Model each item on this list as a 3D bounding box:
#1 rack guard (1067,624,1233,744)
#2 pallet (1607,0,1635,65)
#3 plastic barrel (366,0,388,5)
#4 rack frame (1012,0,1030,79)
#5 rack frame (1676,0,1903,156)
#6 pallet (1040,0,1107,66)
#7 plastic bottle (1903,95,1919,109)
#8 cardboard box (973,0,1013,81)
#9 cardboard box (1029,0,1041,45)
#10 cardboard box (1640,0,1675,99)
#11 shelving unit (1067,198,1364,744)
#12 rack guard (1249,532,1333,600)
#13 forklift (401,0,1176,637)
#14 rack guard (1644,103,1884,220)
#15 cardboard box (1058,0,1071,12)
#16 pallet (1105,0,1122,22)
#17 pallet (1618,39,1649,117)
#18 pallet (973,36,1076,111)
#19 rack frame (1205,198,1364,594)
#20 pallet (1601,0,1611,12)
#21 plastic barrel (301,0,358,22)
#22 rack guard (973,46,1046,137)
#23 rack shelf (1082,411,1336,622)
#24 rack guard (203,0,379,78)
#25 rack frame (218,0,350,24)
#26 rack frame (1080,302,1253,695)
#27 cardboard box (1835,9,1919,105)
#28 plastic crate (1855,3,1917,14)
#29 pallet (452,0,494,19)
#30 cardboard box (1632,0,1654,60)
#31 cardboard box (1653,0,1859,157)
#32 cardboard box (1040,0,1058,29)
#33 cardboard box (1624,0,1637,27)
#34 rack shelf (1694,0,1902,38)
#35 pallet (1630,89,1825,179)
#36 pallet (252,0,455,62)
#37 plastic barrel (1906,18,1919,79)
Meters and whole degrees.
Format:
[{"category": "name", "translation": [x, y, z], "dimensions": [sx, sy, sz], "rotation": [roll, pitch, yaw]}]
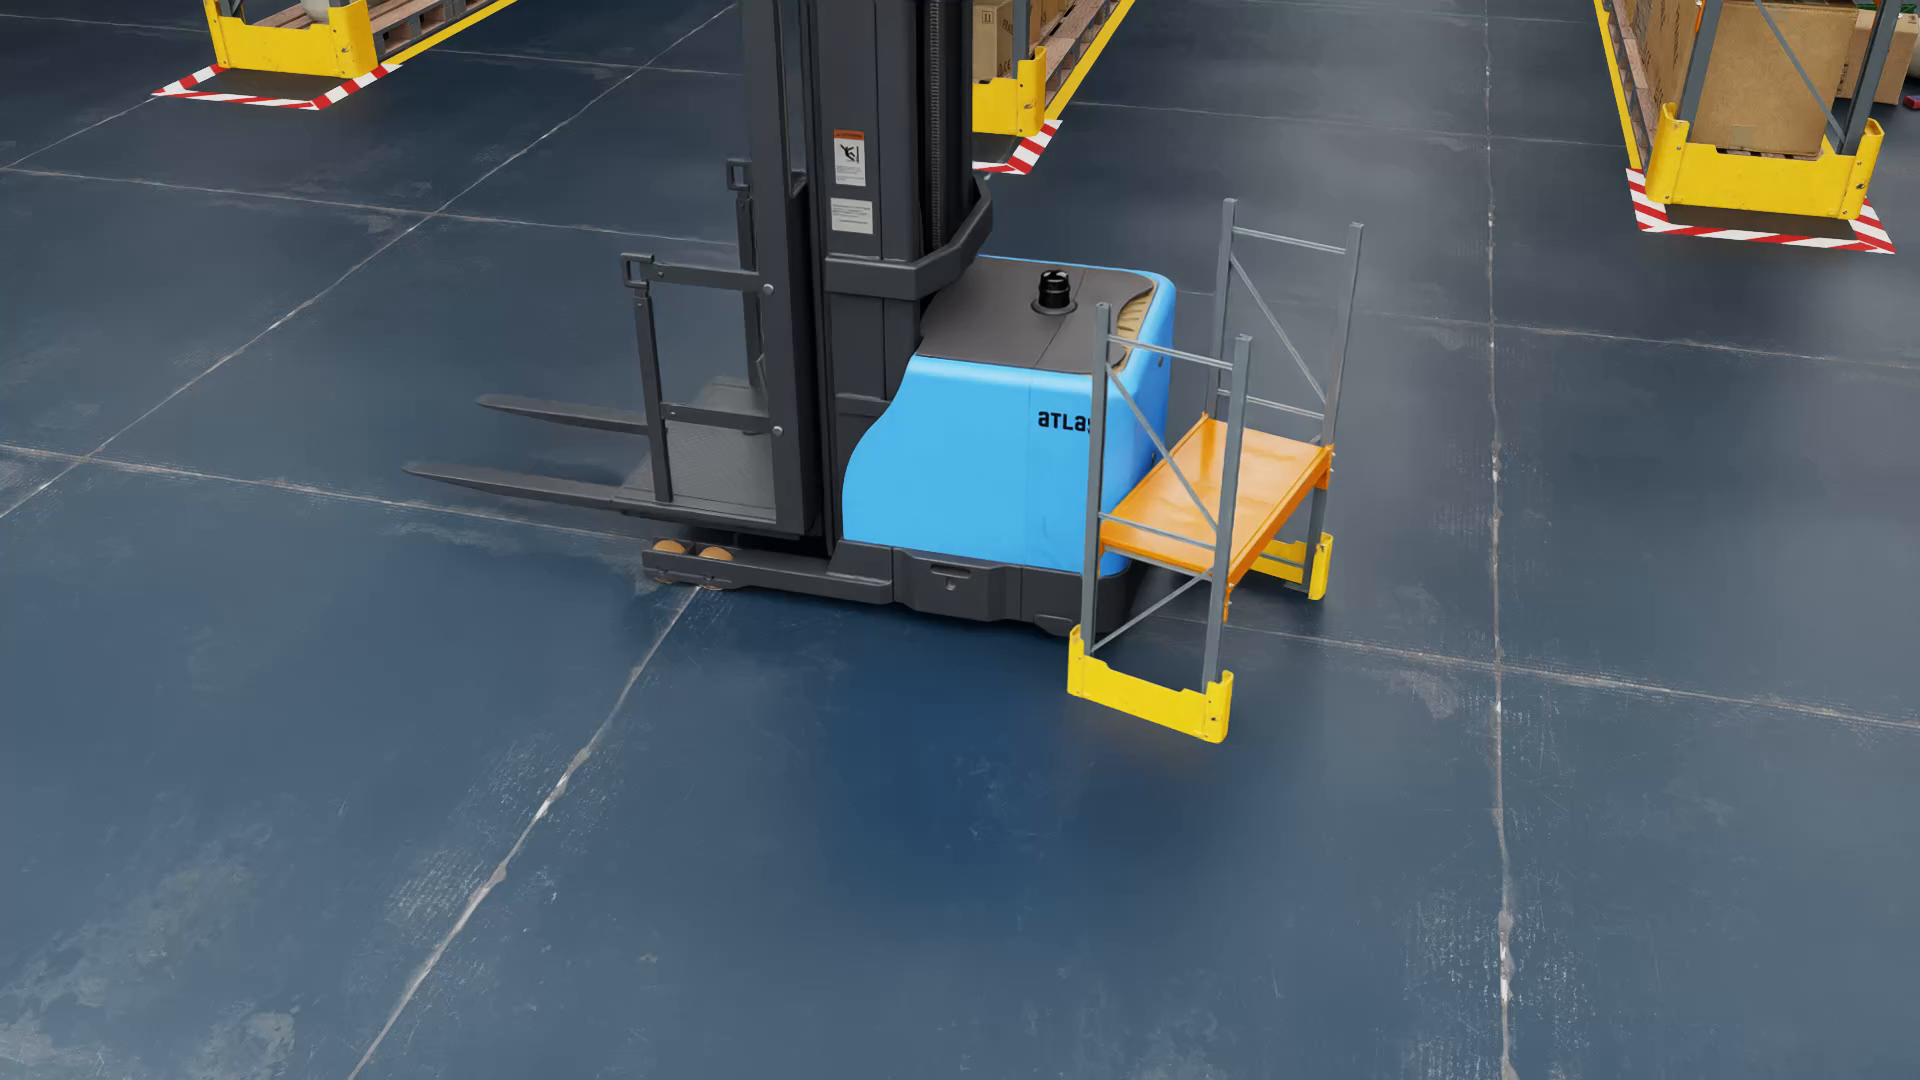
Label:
[{"category": "rack guard", "translation": [0.648, 0.494, 5.740], "dimensions": [0.587, 0.250, 0.087], "rotation": [17, 36, 25]}, {"category": "pallet", "translation": [5.469, -3.819, 12.561], "dimensions": [1.003, 0.211, 1.213], "rotation": [8, 33, 12]}, {"category": "plastic barrel", "translation": [-4.620, -4.446, 12.875], "dimensions": [0.421, 0.512, 0.421], "rotation": [0, 32, 0]}, {"category": "rack frame", "translation": [-0.050, -4.032, 10.296], "dimensions": [1.000, 3.000, 0.127], "rotation": [8, 33, 12]}, {"category": "rack frame", "translation": [4.722, -3.304, 9.152], "dimensions": [1.000, 3.000, 0.127], "rotation": [8, 33, 12]}, {"category": "pallet", "translation": [0.522, -3.943, 12.755], "dimensions": [1.003, 0.211, 1.213], "rotation": [8, 33, 12]}, {"category": "plastic bottle", "translation": [6.657, -3.012, 11.431], "dimensions": [0.283, 0.061, 0.133], "rotation": [-3, 33, -4]}, {"category": "cardboard box", "translation": [0.125, -3.476, 11.361], "dimensions": [0.500, 0.500, 0.500], "rotation": [14, 35, 21]}, {"category": "cardboard box", "translation": [0.244, -3.791, 11.856], "dimensions": [0.500, 0.500, 0.500], "rotation": [17, 36, 25]}, {"category": "cardboard box", "translation": [5.052, -3.403, 10.895], "dimensions": [0.875, 0.875, 0.875], "rotation": [8, 33, 12]}, {"category": "shelving unit", "translation": [0.897, -0.265, 5.768], "dimensions": [0.587, 1.500, 1.083], "rotation": [17, 36, 25]}, {"category": "rack guard", "translation": [1.146, 0.031, 6.468], "dimensions": [0.587, 0.250, 0.087], "rotation": [17, 36, 25]}, {"category": "forklift", "translation": [-0.739, -1.305, 6.070], "dimensions": [3.031, 2.935, 1.130], "rotation": [8, 33, 12]}, {"category": "rack guard", "translation": [4.716, -2.237, 9.803], "dimensions": [1.175, 0.500, 0.348], "rotation": [8, 33, 12]}, {"category": "cardboard box", "translation": [0.606, -4.397, 12.809], "dimensions": [0.500, 0.500, 0.500], "rotation": [5, 33, 8]}, {"category": "pallet", "translation": [0.829, -4.578, 13.754], "dimensions": [1.003, 0.211, 1.213], "rotation": [8, 33, 12]}, {"category": "pallet", "translation": [5.161, -3.184, 11.562], "dimensions": [1.003, 0.211, 1.213], "rotation": [8, 33, 12]}, {"category": "pallet", "translation": [0.210, -3.311, 11.762], "dimensions": [1.003, 0.211, 1.213], "rotation": [8, 33, 12]}, {"category": "rack frame", "translation": [1.147, -0.497, 6.133], "dimensions": [0.500, 1.500, 0.032], "rotation": [17, 36, 25]}, {"category": "pallet", "translation": [5.860, -4.614, 13.811], "dimensions": [1.003, 0.211, 1.213], "rotation": [8, 33, 12]}, {"category": "plastic barrel", "translation": [-4.747, -4.186, 12.466], "dimensions": [0.421, 0.512, 0.421], "rotation": [0, 32, 0]}, {"category": "rack guard", "translation": [-0.030, -3.017, 11.029], "dimensions": [1.175, 0.500, 0.348], "rotation": [8, 33, 12]}, {"category": "rack shelf", "translation": [0.893, -0.109, 5.858], "dimensions": [0.538, 0.185, 1.000], "rotation": [17, 36, 25]}, {"category": "rack guard", "translation": [-4.867, -3.697, 12.100], "dimensions": [1.175, 0.500, 0.348], "rotation": [8, 33, 12]}, {"category": "rack frame", "translation": [-4.841, -4.706, 11.357], "dimensions": [1.000, 3.000, 0.127], "rotation": [8, 33, 12]}, {"category": "rack frame", "translation": [0.639, -0.024, 5.390], "dimensions": [0.500, 1.500, 0.032], "rotation": [17, 36, 25]}, {"category": "cardboard box", "translation": [6.336, -3.381, 11.600], "dimensions": [0.500, 0.500, 0.500], "rotation": [14, 35, 21]}, {"category": "plastic crate", "translation": [6.960, -3.949, 12.733], "dimensions": [0.662, 0.188, 0.450], "rotation": [-28, 32, -37]}, {"category": "pallet", "translation": [-4.344, -4.627, 13.832], "dimensions": [1.003, 0.211, 1.213], "rotation": [8, 33, 12]}, {"category": "cardboard box", "translation": [5.285, -3.875, 11.639], "dimensions": [0.875, 0.875, 0.875], "rotation": [8, 33, 13]}, {"category": "cardboard box", "translation": [4.830, -2.946, 10.177], "dimensions": [0.875, 0.875, 0.875], "rotation": [8, 33, 13]}, {"category": "cardboard box", "translation": [0.421, -4.113, 12.363], "dimensions": [0.500, 0.500, 0.500], "rotation": [11, 34, 17]}, {"category": "cardboard box", "translation": [5.510, -4.344, 12.376], "dimensions": [0.875, 0.875, 0.875], "rotation": [9, 33, 13]}, {"category": "rack shelf", "translation": [5.230, -4.039, 10.977], "dimensions": [1.077, 0.370, 4.000], "rotation": [8, 33, 12]}, {"category": "pallet", "translation": [4.850, -2.553, 10.569], "dimensions": [1.003, 0.211, 1.213], "rotation": [8, 33, 12]}, {"category": "pallet", "translation": [-4.655, -3.996, 12.839], "dimensions": [1.003, 0.211, 1.213], "rotation": [8, 33, 12]}, {"category": "plastic barrel", "translation": [6.933, -3.495, 11.853], "dimensions": [0.421, 0.421, 0.512], "rotation": [-21, 38, -29]}]
